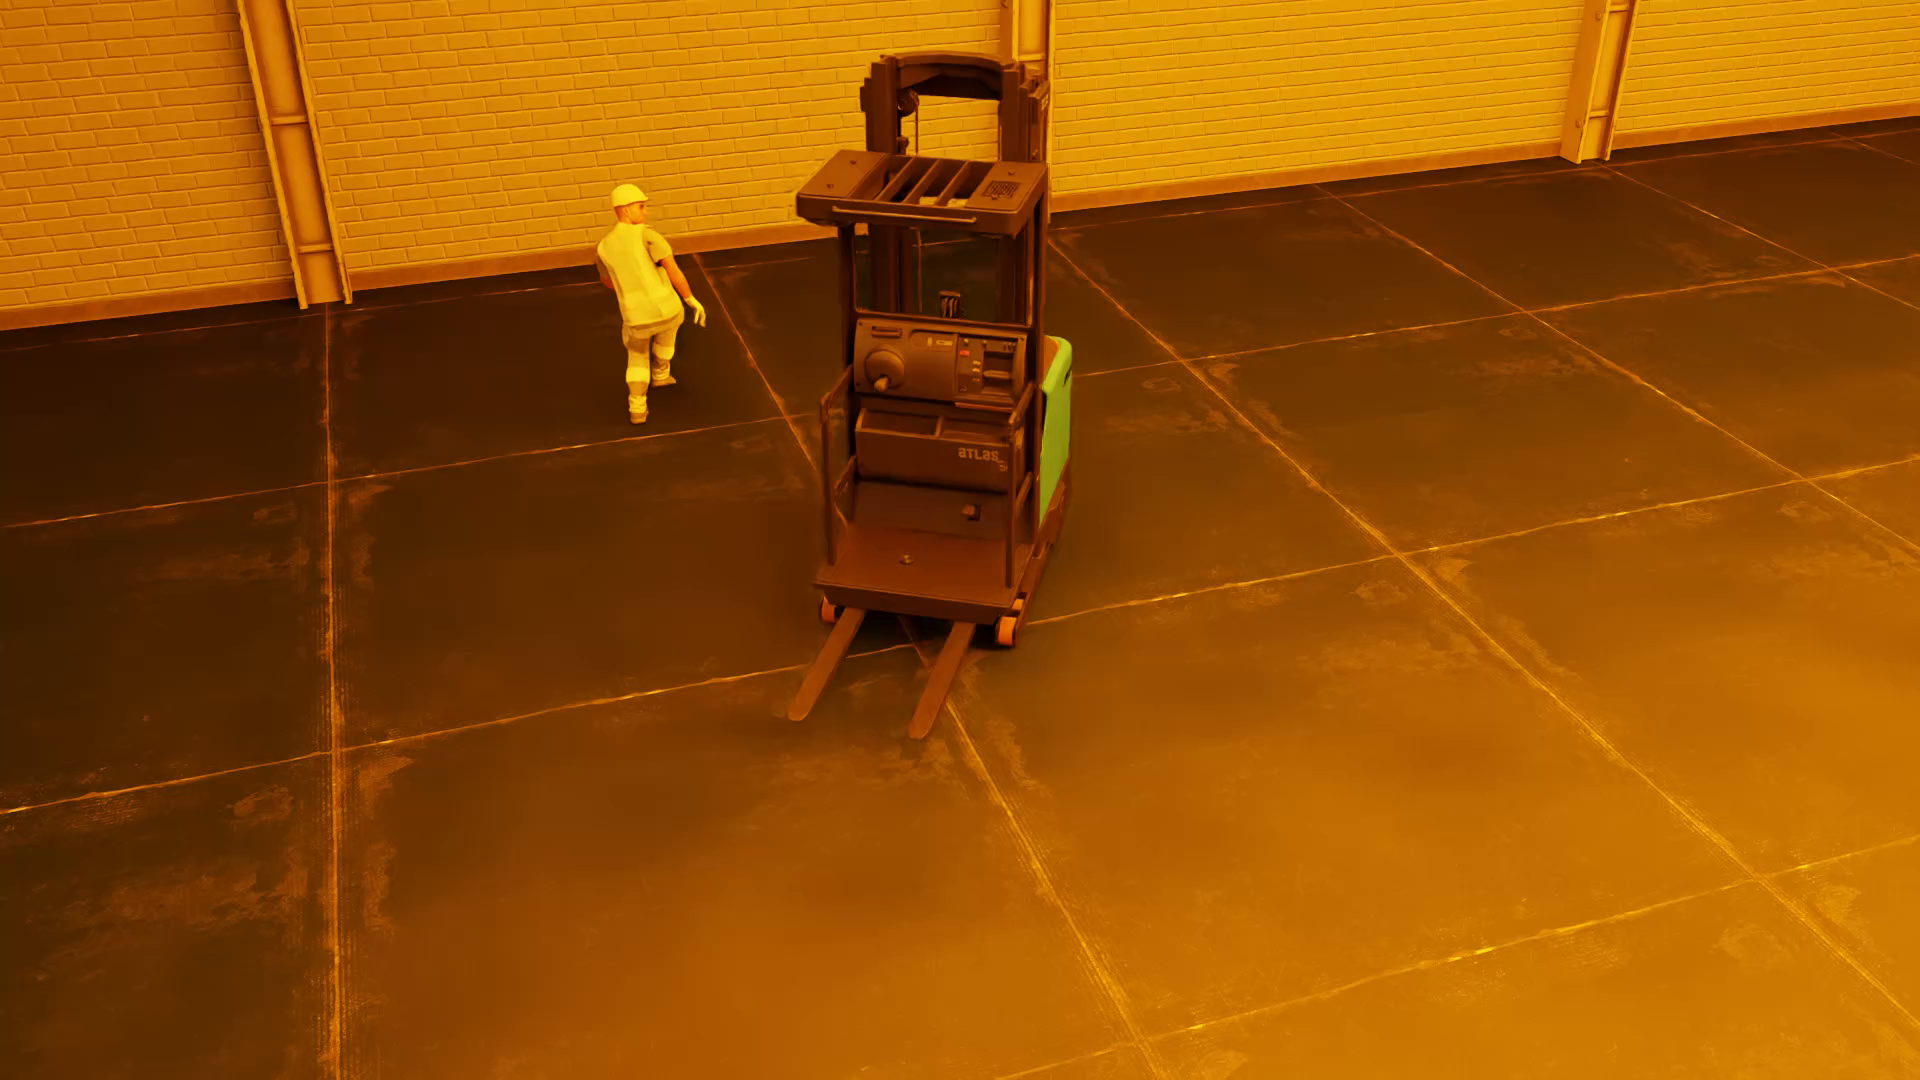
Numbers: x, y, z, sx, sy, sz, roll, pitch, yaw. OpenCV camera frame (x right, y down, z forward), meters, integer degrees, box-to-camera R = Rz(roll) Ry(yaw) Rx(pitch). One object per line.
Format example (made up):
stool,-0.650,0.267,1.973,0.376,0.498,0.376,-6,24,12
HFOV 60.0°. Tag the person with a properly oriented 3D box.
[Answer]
person,-2.052,-1.637,11.304,0.779,1.586,0.766,1,30,3

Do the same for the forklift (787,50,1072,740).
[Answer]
forklift,-0.156,-0.900,8.652,1.130,2.935,3.031,7,31,12
